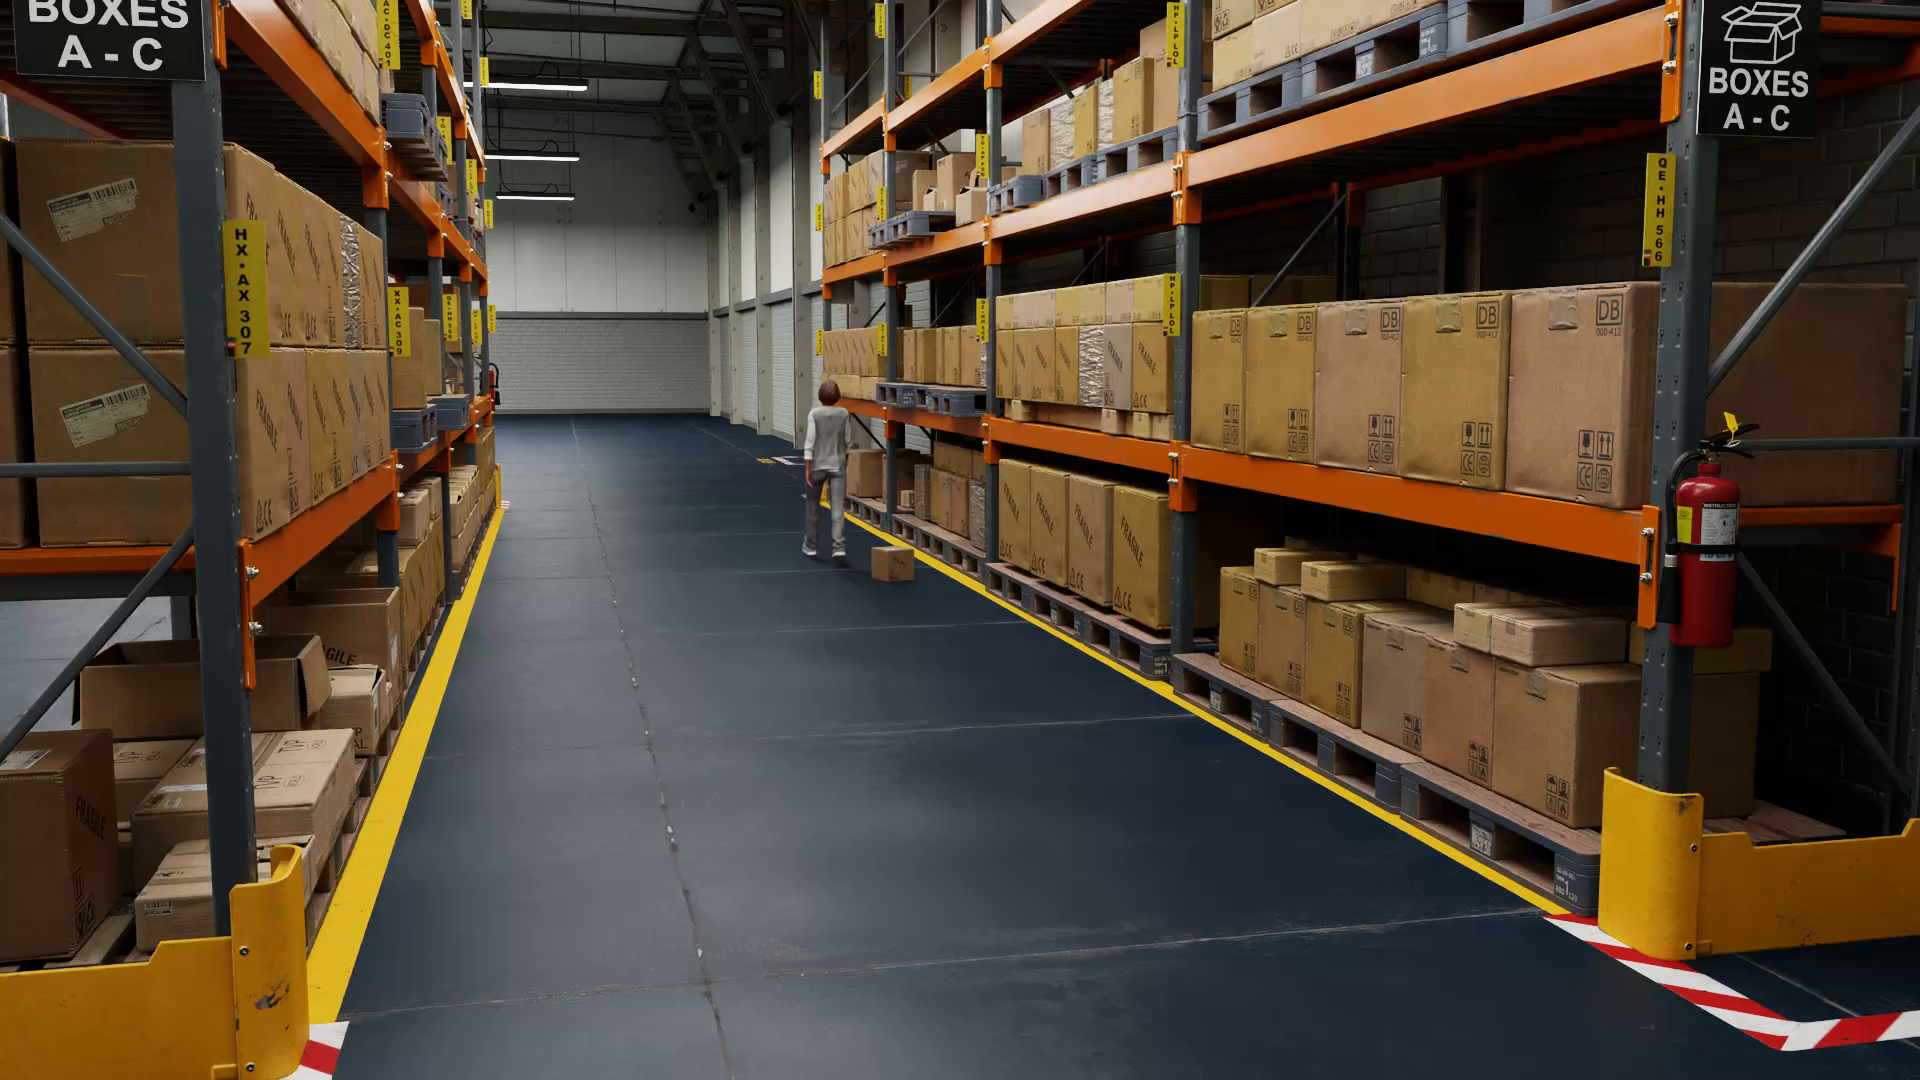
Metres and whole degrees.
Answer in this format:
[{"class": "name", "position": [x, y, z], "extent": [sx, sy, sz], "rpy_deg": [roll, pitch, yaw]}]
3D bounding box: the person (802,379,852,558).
[{"class": "person", "position": [-1.144, -0.614, 14.411], "extent": [0.427, 1.536, 0.913], "rpy_deg": [-1, 6, -10]}]
